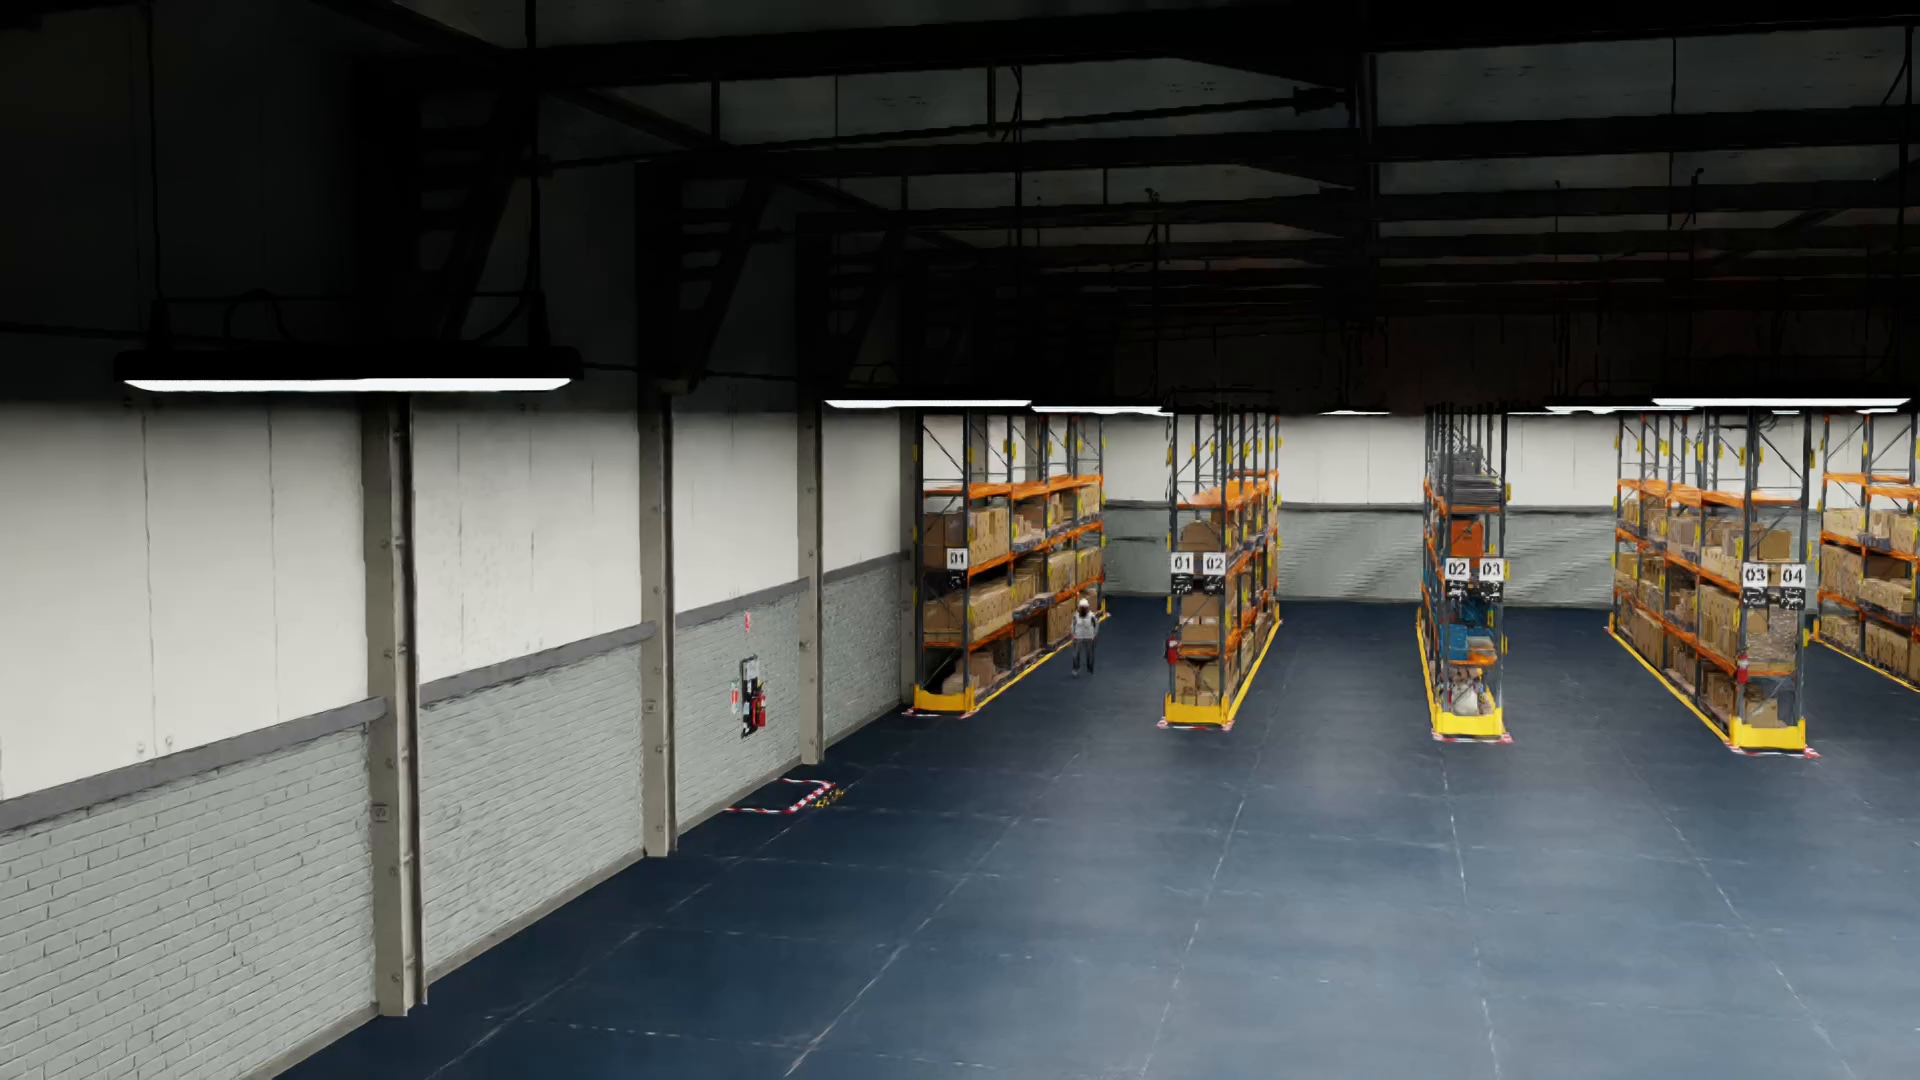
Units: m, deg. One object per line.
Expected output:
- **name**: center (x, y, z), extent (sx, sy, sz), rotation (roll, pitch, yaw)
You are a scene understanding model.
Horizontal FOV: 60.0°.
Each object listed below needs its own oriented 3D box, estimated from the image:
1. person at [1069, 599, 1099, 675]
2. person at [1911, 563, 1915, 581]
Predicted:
- **person**: center (2.746, 2.149, 36.825), extent (0.677, 1.726, 0.574), rotation (1, 4, 13)
- **person**: center (25.965, 1.495, 45.374), extent (0.630, 1.768, 0.615), rotation (-4, 6, -40)
